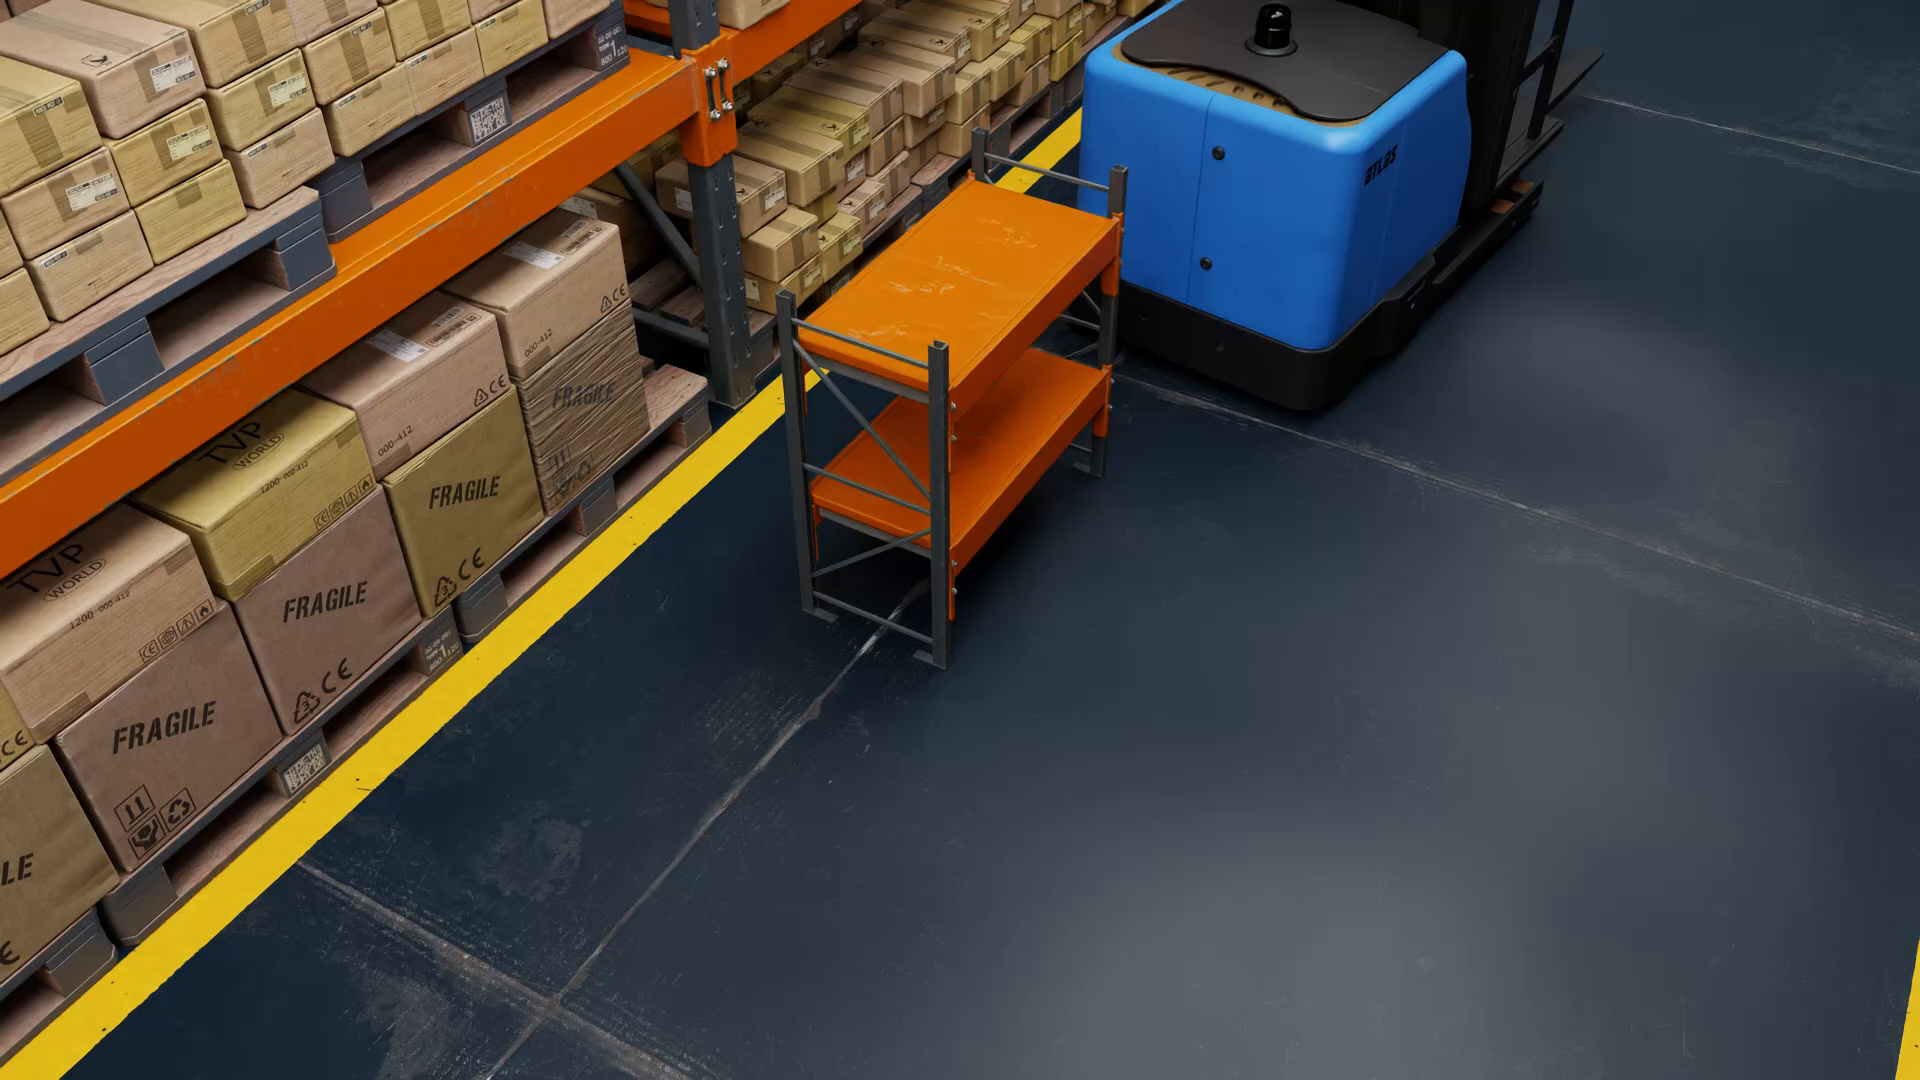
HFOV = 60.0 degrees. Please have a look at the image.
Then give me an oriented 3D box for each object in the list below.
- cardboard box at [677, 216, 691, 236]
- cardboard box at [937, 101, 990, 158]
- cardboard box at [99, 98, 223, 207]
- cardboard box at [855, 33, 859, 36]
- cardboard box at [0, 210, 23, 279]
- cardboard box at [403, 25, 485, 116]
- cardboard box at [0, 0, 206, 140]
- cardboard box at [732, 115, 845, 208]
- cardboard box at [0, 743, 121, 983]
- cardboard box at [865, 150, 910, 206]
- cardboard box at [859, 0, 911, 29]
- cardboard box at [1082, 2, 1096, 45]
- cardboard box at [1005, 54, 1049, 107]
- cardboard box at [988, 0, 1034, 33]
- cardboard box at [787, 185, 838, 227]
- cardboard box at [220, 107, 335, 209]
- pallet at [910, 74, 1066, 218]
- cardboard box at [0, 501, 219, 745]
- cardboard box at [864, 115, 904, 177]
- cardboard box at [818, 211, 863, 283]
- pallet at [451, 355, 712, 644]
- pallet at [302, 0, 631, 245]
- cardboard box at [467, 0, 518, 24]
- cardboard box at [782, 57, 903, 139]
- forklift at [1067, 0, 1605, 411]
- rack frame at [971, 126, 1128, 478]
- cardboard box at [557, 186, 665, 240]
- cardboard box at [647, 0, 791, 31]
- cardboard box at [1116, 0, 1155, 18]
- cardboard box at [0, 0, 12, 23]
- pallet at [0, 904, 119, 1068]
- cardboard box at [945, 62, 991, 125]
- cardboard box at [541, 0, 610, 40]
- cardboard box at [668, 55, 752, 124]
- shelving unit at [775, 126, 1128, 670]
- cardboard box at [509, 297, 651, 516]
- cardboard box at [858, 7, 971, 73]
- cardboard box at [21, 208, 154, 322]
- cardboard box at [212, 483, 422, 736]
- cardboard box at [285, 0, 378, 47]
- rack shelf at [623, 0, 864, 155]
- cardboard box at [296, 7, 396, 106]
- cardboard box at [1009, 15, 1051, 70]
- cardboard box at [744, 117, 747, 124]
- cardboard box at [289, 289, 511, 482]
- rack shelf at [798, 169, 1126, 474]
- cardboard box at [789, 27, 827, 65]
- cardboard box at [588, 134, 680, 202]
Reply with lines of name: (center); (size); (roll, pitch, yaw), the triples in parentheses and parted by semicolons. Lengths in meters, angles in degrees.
cardboard box: (-1.072, -1.313, 6.310); (0.380, 0.149, 0.250); (22, 46, 23)
cardboard box: (-0.101, -1.712, 6.764); (0.380, 0.149, 0.250); (20, 45, 21)
cardboard box: (-1.860, -0.893, 3.642); (0.380, 0.149, 0.250); (21, 46, 22)
cardboard box: (-0.406, -2.118, 7.000); (0.380, 0.149, 0.250); (23, 46, 24)
cardboard box: (-2.118, -0.600, 3.309); (0.380, 0.149, 0.250); (21, 45, 22)
cardboard box: (-1.458, -1.247, 4.268); (0.380, 0.149, 0.250); (21, 45, 22)
cardboard box: (-1.860, -1.014, 3.554); (0.380, 0.149, 0.250); (19, 45, 20)
cardboard box: (-0.634, -1.344, 5.896); (0.380, 0.149, 0.250); (23, 46, 24)
cardboard box: (-2.353, 0.693, 3.767); (0.500, 0.500, 0.500); (21, 46, 23)
cardboard box: (-0.419, -1.430, 6.444); (0.380, 0.149, 0.250); (20, 45, 21)
cardboard box: (-0.414, -2.244, 6.918); (0.380, 0.149, 0.250); (21, 46, 22)
cardboard box: (0.383, -2.324, 7.459); (0.380, 0.149, 0.250); (21, 46, 22)
cardboard box: (0.156, -2.008, 7.100); (0.380, 0.149, 0.250); (22, 46, 23)
cardboard box: (0.087, -2.251, 6.926); (0.380, 0.149, 0.250); (19, 45, 21)
cardboard box: (-0.668, -1.242, 6.005); (0.380, 0.149, 0.250); (21, 46, 22)
cardboard box: (-1.718, -0.942, 3.923); (0.380, 0.149, 0.250); (19, 45, 20)
pallet: (-0.260, -1.817, 7.154); (1.003, 0.211, 1.213); (21, 45, 22)
cardboard box: (-2.110, 0.137, 3.830); (0.500, 0.250, 0.500); (21, 46, 22)
cardboard box: (-0.440, -1.547, 6.351); (0.380, 0.149, 0.250); (19, 45, 20)
cardboard box: (-0.582, -1.109, 6.079); (0.380, 0.149, 0.250); (22, 46, 23)
pallet: (-1.564, -0.274, 5.402); (1.003, 0.211, 1.213); (21, 45, 22)
pallet: (-1.684, -1.306, 4.608); (1.003, 0.211, 1.213); (21, 45, 22)
cardboard box: (-1.334, -1.498, 4.328); (0.380, 0.149, 0.250); (21, 46, 22)
cardboard box: (-0.440, -1.662, 6.257); (0.380, 0.149, 0.250); (20, 45, 21)
forklift: (1.685, -2.461, 5.827); (1.130, 2.935, 3.031); (27, 48, 27)
rack frame: (0.258, -0.717, 5.213); (0.500, 1.125, 0.032); (21, 45, 22)
cardboard box: (-1.293, -1.251, 6.016); (0.380, 0.149, 0.250); (22, 46, 23)
cardboard box: (-0.750, -1.726, 5.131); (0.380, 0.149, 0.250); (23, 46, 24)
cardboard box: (0.703, -2.592, 7.764); (0.380, 0.149, 0.250); (22, 46, 23)
cardboard box: (-2.417, -1.240, 3.811); (0.380, 0.149, 0.250); (23, 46, 24)
pallet: (-2.785, 1.122, 3.816); (1.003, 0.211, 1.213); (21, 45, 22)
cardboard box: (-0.100, -1.820, 6.661); (0.380, 0.149, 0.250); (21, 45, 22)
cardboard box: (-1.203, -1.537, 4.598); (0.380, 0.149, 0.250); (20, 45, 21)
cardboard box: (-1.011, -1.672, 6.268); (0.380, 0.149, 0.250); (21, 45, 22)
shelving unit: (0.003, -0.426, 4.883); (0.538, 1.125, 1.048); (21, 45, 22)
cardboard box: (-1.327, -0.479, 5.098); (0.500, 0.500, 0.500); (20, 45, 21)
cardboard box: (-0.177, -1.964, 6.600); (0.380, 0.149, 0.250); (19, 45, 20)
cardboard box: (-1.985, -0.638, 3.578); (0.380, 0.149, 0.250); (19, 45, 21)
cardboard box: (-1.845, 0.106, 4.434); (0.500, 0.500, 0.500); (20, 45, 21)
cardboard box: (-1.603, -1.308, 3.887); (0.380, 0.149, 0.250); (21, 45, 22)
rack shelf: (-0.174, -2.641, 6.524); (1.077, 0.370, 4.000); (21, 45, 22)
cardboard box: (-1.594, -1.199, 3.989); (0.380, 0.149, 0.250); (19, 45, 21)
cardboard box: (0.159, -2.119, 7.001); (0.380, 0.149, 0.250); (23, 46, 24)
cardboard box: (-0.839, -1.681, 6.503); (0.380, 0.149, 0.250); (21, 46, 22)
cardboard box: (-1.598, -0.468, 4.518); (0.500, 0.250, 0.500); (23, 46, 24)
rack shelf: (0.003, -0.646, 4.689); (0.538, 0.278, 1.000); (21, 45, 22)
cardboard box: (-0.758, -1.980, 6.618); (0.380, 0.149, 0.250); (19, 45, 20)
cardboard box: (-1.223, -1.367, 5.922); (0.380, 0.149, 0.250); (22, 46, 23)
